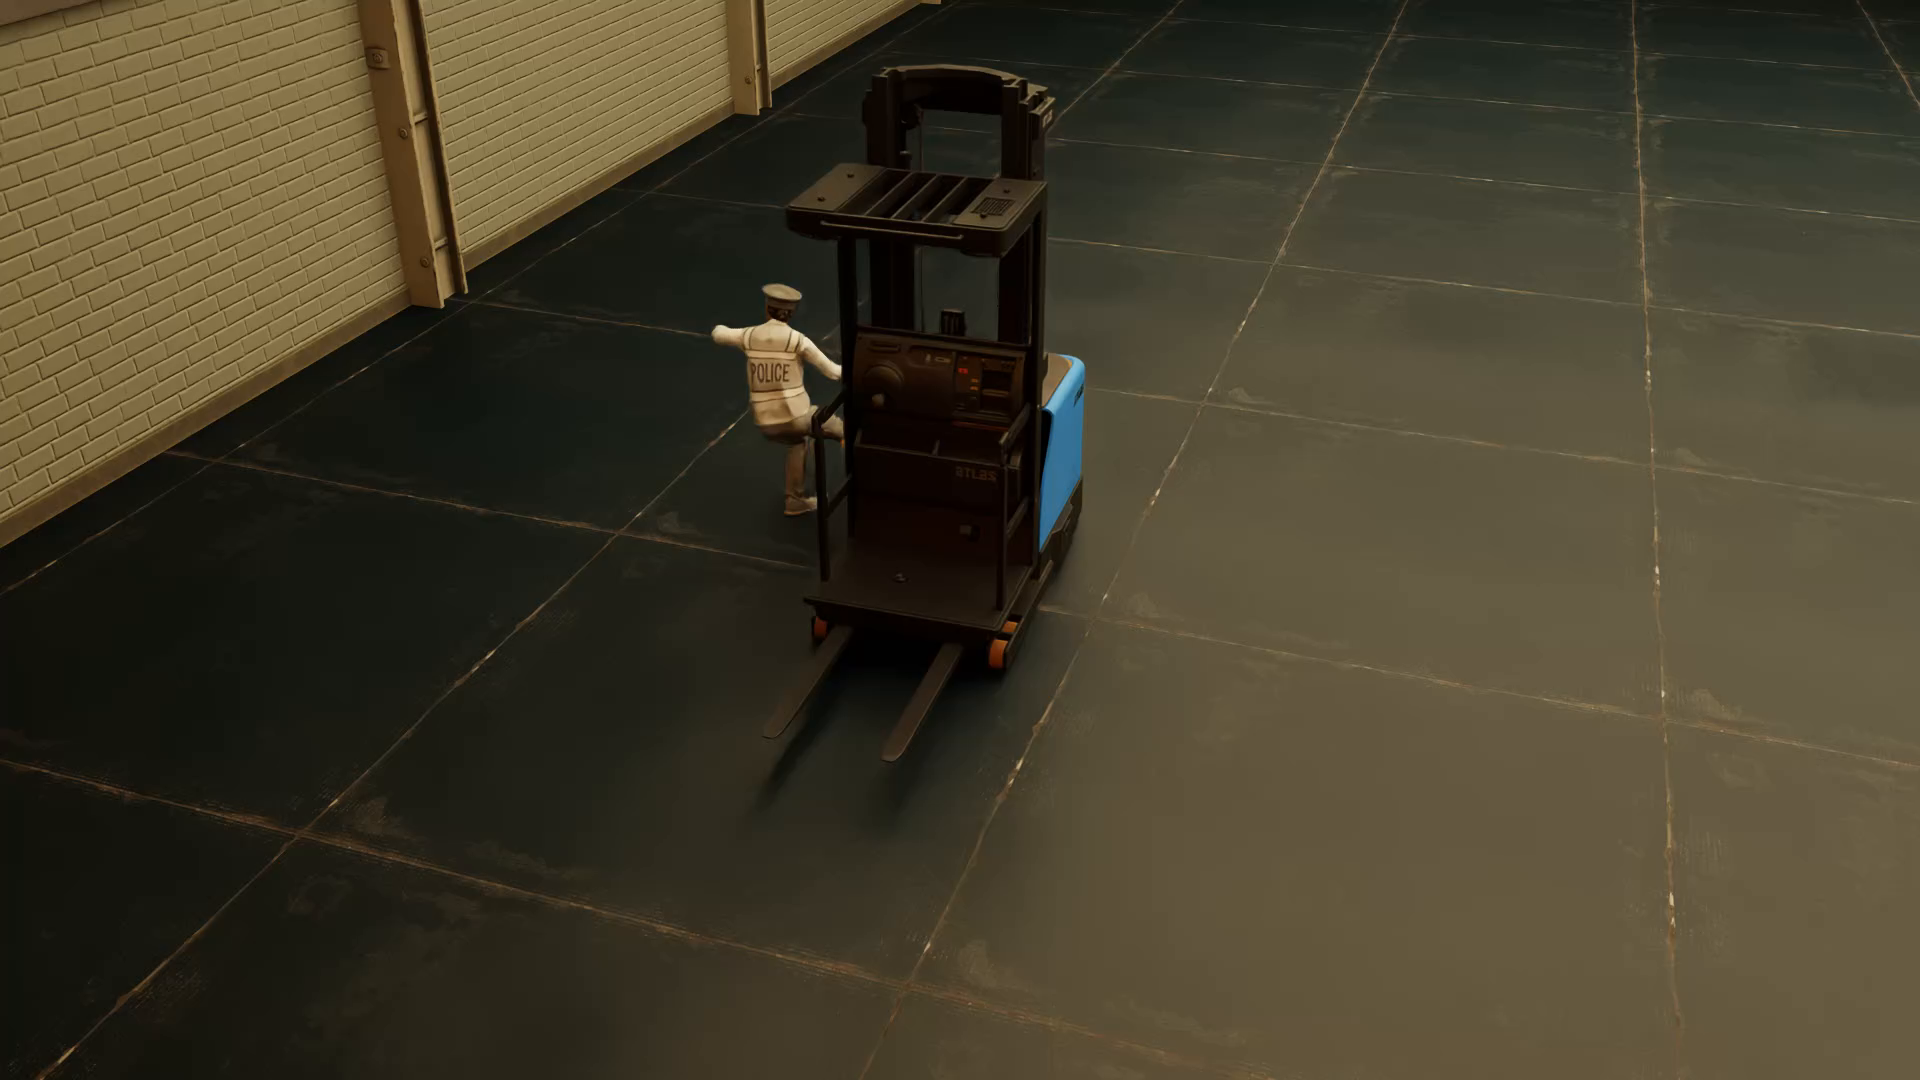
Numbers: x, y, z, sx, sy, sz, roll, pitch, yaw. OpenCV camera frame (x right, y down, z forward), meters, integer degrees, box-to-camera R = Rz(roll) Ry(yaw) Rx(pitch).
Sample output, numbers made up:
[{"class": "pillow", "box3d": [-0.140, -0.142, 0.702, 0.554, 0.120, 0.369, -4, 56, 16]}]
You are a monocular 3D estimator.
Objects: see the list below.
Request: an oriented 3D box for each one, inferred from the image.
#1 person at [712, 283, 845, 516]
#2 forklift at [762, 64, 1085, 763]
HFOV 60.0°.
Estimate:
[{"class": "person", "box3d": [-0.936, -0.871, 10.227, 1.334, 1.428, 0.793, 4, 30, 8]}, {"class": "forklift", "box3d": [-0.177, -0.801, 8.541, 1.130, 2.935, 3.031, 9, 31, 15]}]
